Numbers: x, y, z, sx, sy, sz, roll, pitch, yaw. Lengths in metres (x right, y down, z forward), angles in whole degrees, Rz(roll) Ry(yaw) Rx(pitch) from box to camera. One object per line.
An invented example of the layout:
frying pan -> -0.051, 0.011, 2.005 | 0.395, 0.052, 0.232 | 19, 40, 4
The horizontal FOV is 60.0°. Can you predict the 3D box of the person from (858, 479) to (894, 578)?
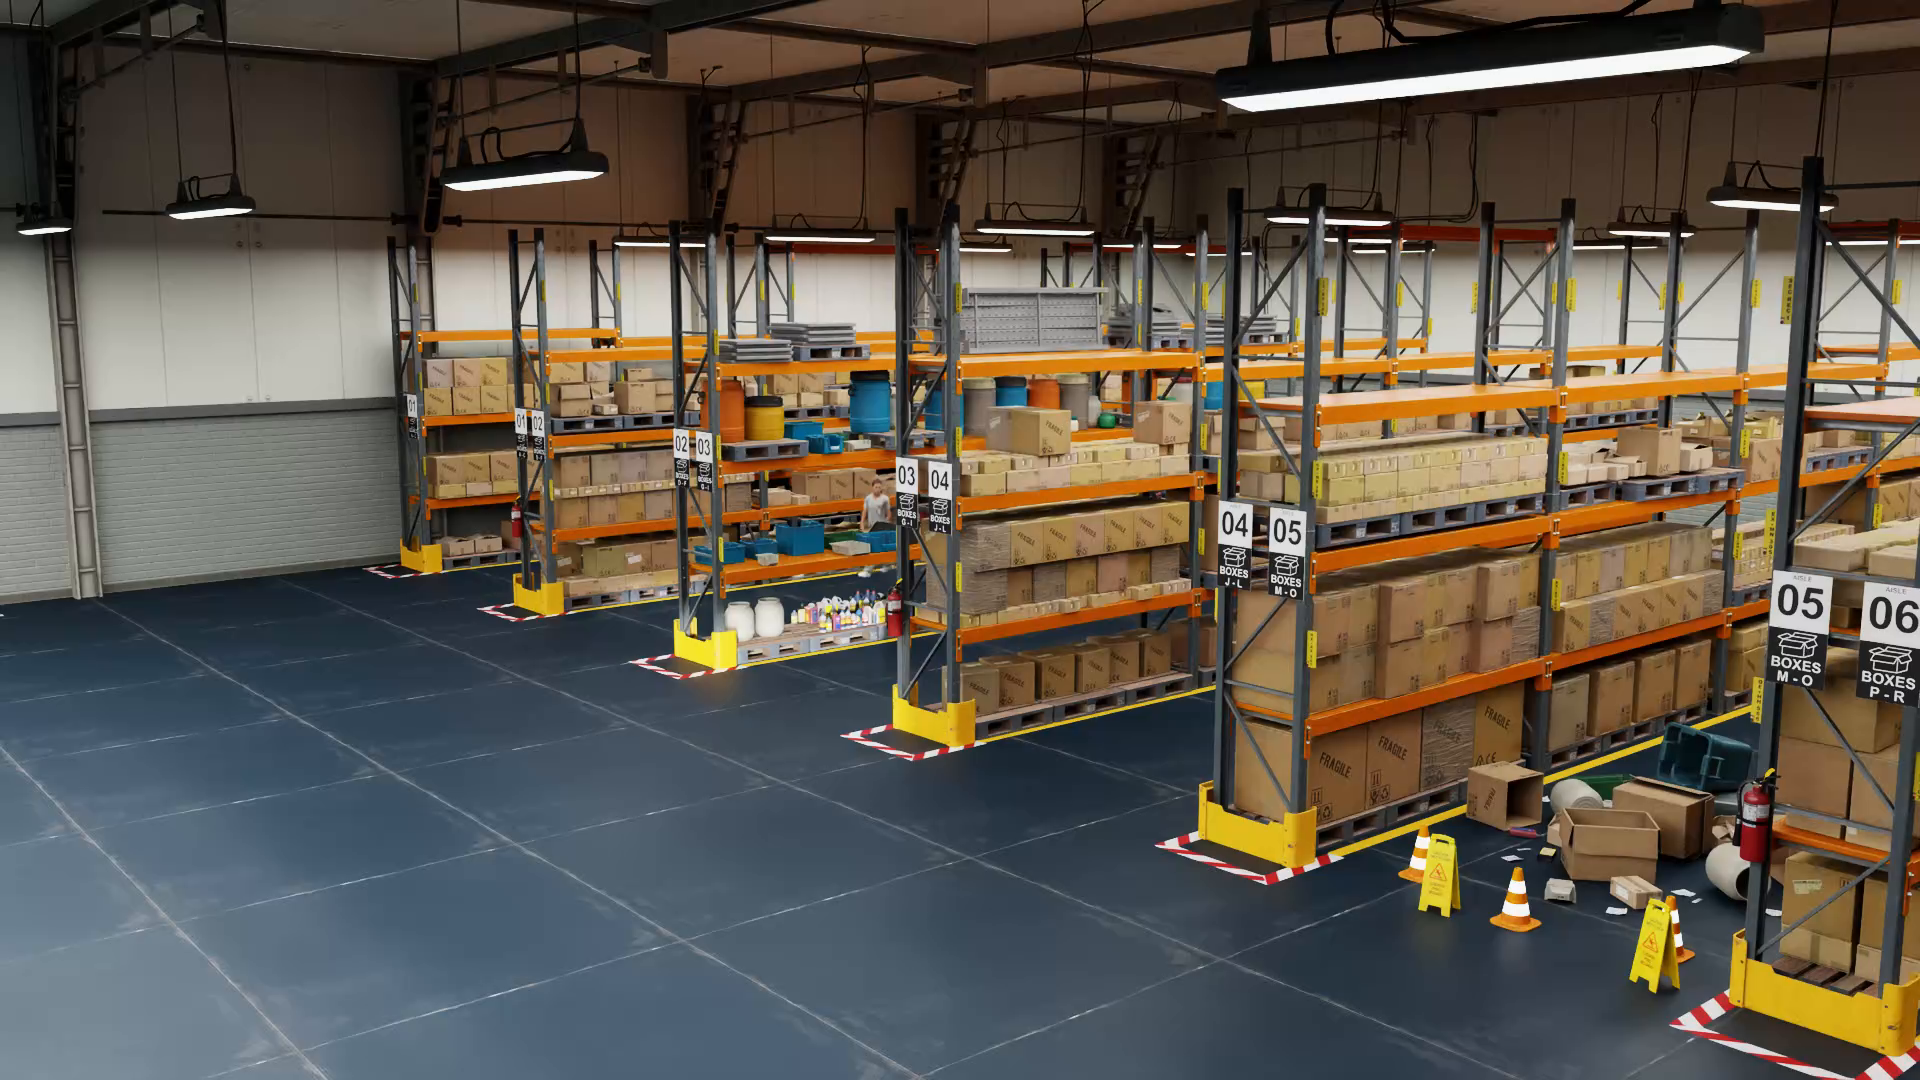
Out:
person -> -1.429, -0.216, 27.867 | 0.390, 1.631, 0.982 | 8, 12, 43
